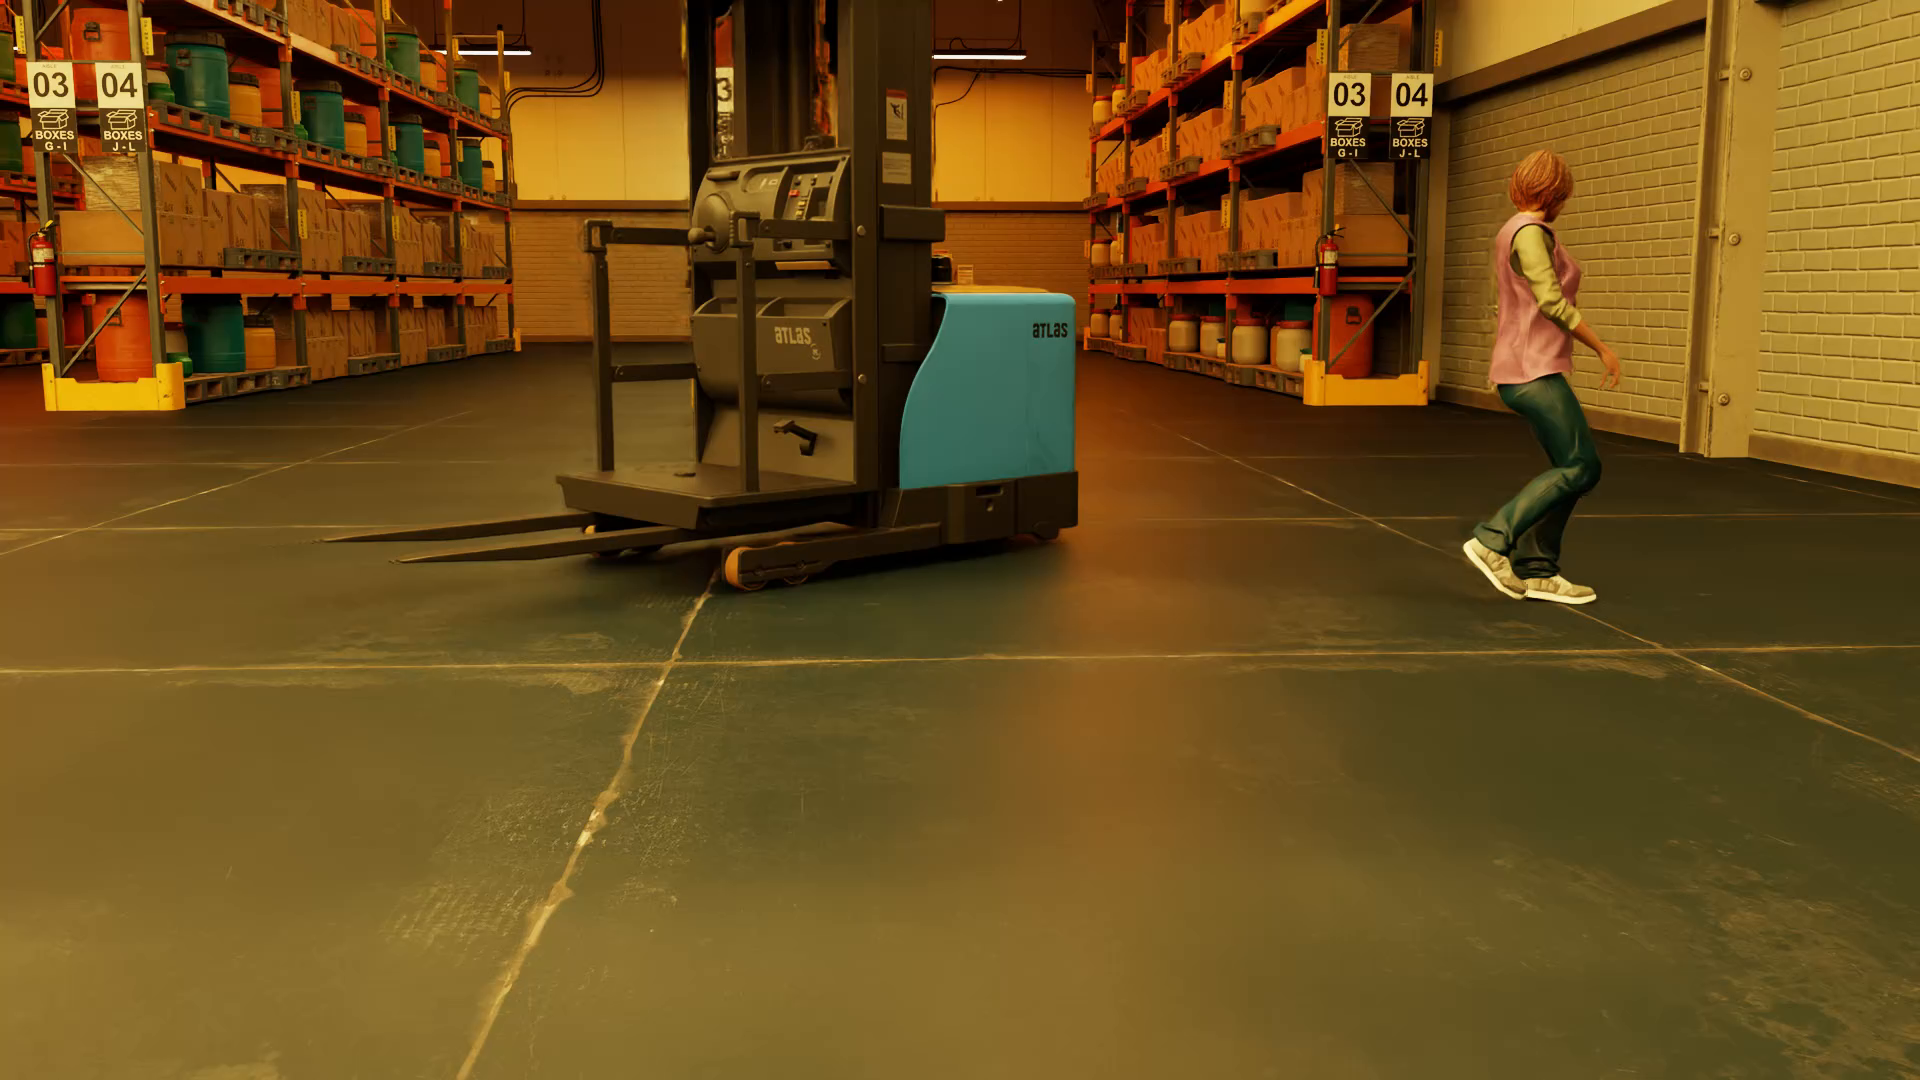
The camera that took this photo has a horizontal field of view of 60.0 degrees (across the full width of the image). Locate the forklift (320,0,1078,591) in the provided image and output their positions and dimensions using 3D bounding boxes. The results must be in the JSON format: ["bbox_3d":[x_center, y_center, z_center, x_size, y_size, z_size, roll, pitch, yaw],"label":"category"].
[{"bbox_3d":[-0.907,-1.349,6.413,3.031,2.935,1.130,-8,11,-42],"label":"forklift"}]

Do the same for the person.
[{"bbox_3d":[2.037,-0.557,5.785,0.481,1.562,0.623,3,9,20],"label":"person"}]
